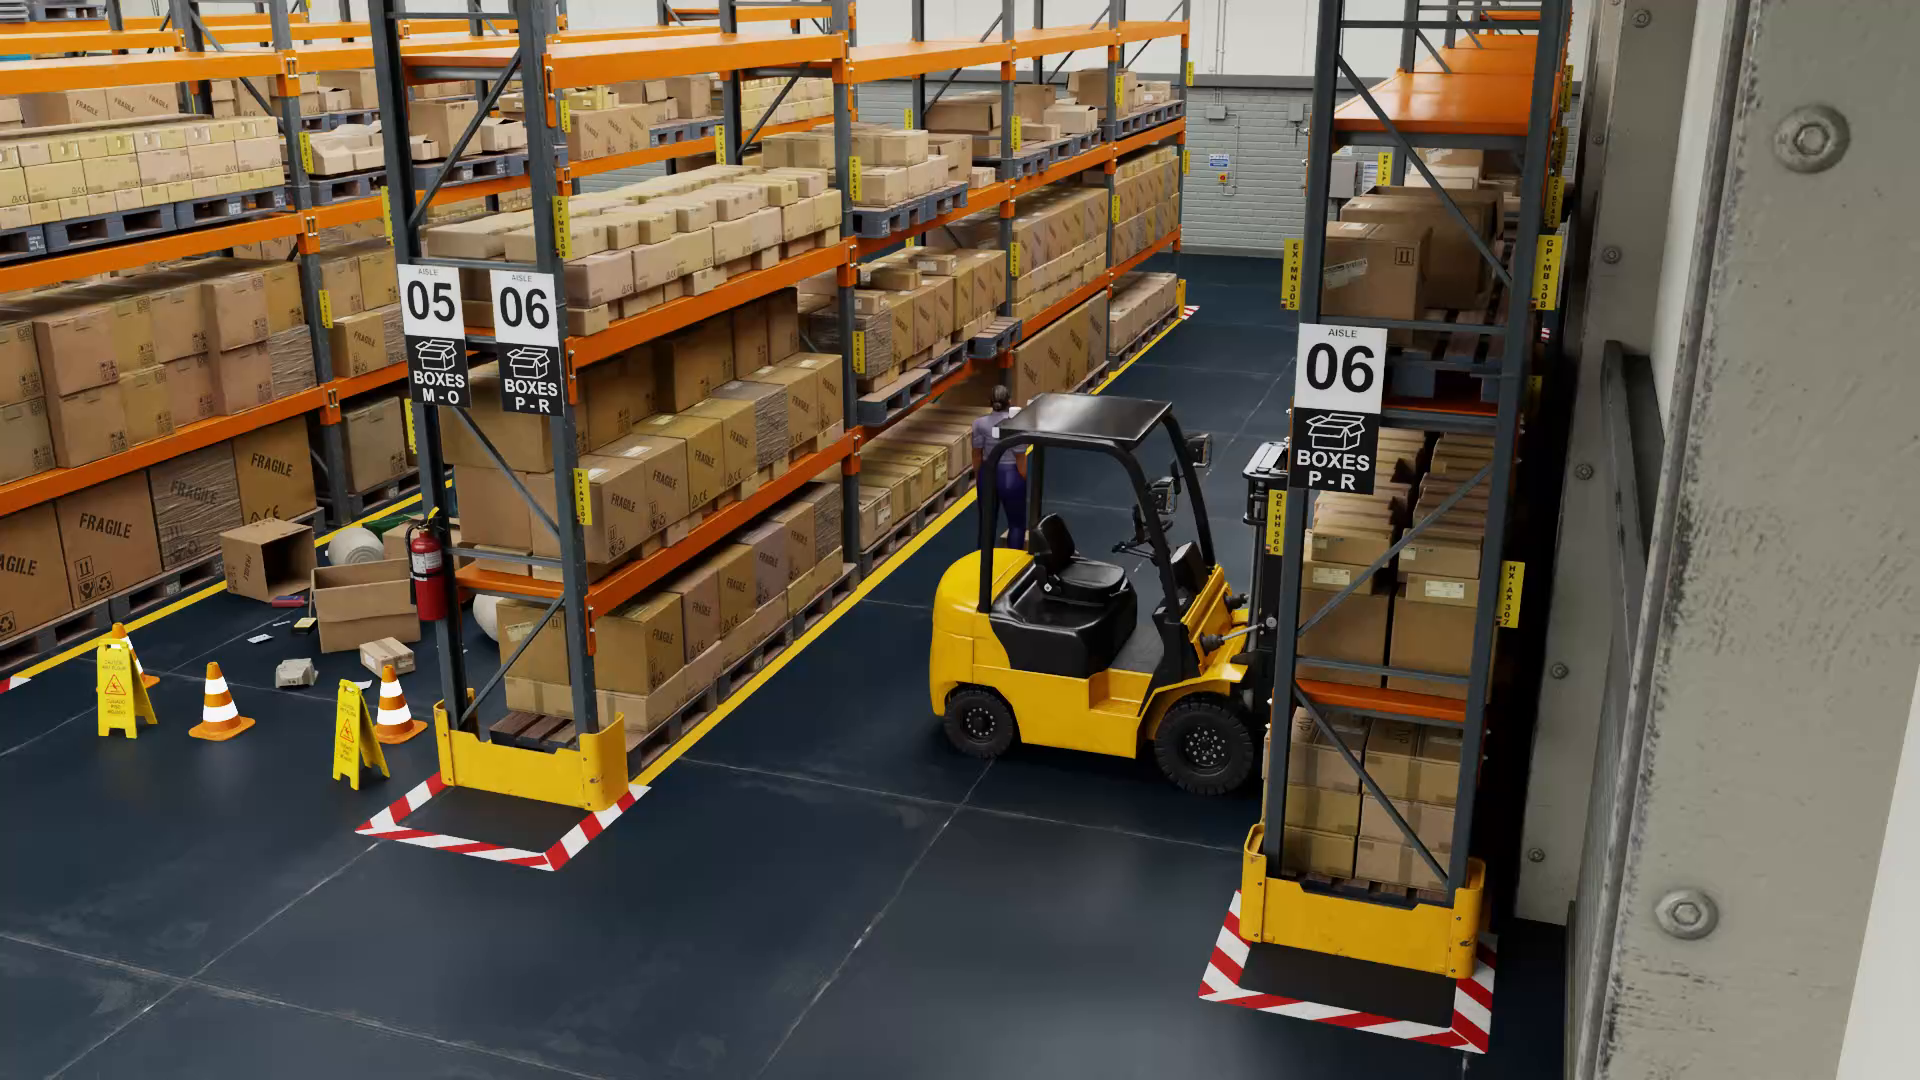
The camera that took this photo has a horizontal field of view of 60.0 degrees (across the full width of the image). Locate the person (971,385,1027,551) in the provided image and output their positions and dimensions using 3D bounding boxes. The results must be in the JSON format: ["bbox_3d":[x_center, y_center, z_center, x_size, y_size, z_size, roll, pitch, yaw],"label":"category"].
[{"bbox_3d":[0.324,-0.447,13.415,0.468,1.653,0.343,7,20,19],"label":"person"}]
